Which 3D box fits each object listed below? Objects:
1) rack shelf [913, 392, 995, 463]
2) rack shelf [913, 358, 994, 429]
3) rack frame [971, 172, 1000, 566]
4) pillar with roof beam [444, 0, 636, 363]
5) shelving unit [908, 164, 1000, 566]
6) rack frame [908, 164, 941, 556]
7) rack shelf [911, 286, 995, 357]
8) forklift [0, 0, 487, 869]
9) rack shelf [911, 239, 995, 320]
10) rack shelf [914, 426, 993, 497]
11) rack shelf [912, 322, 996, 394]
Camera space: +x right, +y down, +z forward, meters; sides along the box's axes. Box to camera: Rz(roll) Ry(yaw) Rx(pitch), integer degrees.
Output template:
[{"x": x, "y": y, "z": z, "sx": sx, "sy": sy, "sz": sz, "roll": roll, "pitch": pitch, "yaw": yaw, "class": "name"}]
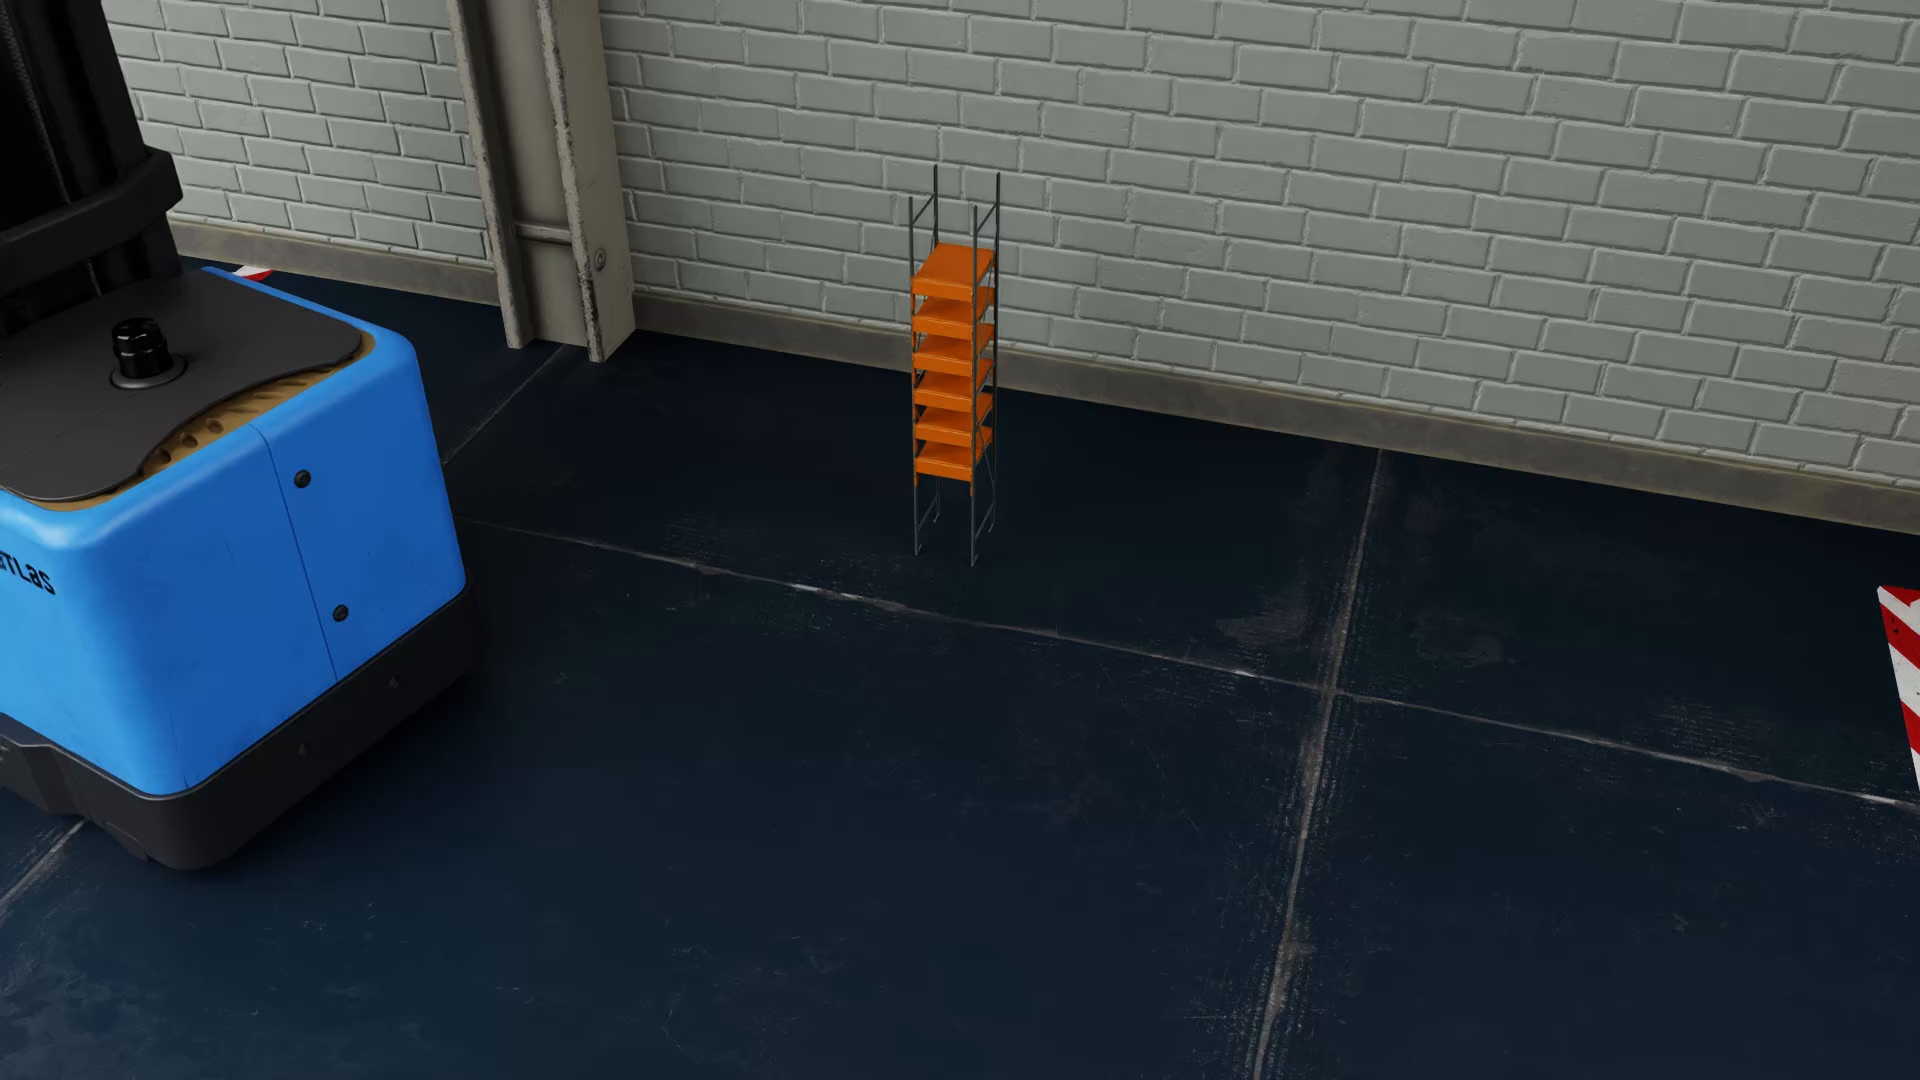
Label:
[{"x": -0.014, "y": -0.353, "z": 4.995, "sx": 0.180, "sy": 0.103, "sz": 0.258, "roll": 10, "pitch": 38, "yaw": 14, "class": "rack shelf"}, {"x": -0.014, "y": -0.450, "z": 4.924, "sx": 0.180, "sy": 0.103, "sz": 0.258, "roll": 10, "pitch": 38, "yaw": 14, "class": "rack shelf"}, {"x": 0.074, "y": -0.470, "z": 4.876, "sx": 0.006, "sy": 1.200, "sz": 0.240, "roll": 10, "pitch": 38, "yaw": 14, "class": "rack frame"}, {"x": -2.746, "y": -1.965, "z": 0.328, "sx": 0.400, "sy": 9.000, "sz": 9.100, "roll": 10, "pitch": 38, "yaw": 14, "class": "pillar with roof beam"}, {"x": -0.014, "y": -0.486, "z": 4.898, "sx": 0.189, "sy": 1.200, "sz": 0.258, "roll": 10, "pitch": 38, "yaw": 14, "class": "shelving unit"}, {"x": -0.101, "y": -0.502, "z": 4.920, "sx": 0.006, "sy": 1.200, "sz": 0.240, "roll": 10, "pitch": 38, "yaw": 14, "class": "rack frame"}, {"x": -0.014, "y": -0.643, "z": 4.782, "sx": 0.180, "sy": 0.103, "sz": 0.258, "roll": 10, "pitch": 38, "yaw": 14, "class": "rack shelf"}, {"x": -2.870, "y": -1.026, "z": 4.171, "sx": 3.031, "sy": 2.935, "sz": 1.130, "roll": 19, "pitch": 41, "yaw": 24, "class": "forklift"}, {"x": -0.014, "y": -0.740, "z": 4.711, "sx": 0.180, "sy": 0.103, "sz": 0.258, "roll": 10, "pitch": 38, "yaw": 14, "class": "rack shelf"}, {"x": -0.014, "y": -0.257, "z": 5.066, "sx": 0.180, "sy": 0.103, "sz": 0.258, "roll": 10, "pitch": 38, "yaw": 14, "class": "rack shelf"}, {"x": -0.014, "y": -0.547, "z": 4.853, "sx": 0.180, "sy": 0.103, "sz": 0.258, "roll": 10, "pitch": 38, "yaw": 14, "class": "rack shelf"}]
